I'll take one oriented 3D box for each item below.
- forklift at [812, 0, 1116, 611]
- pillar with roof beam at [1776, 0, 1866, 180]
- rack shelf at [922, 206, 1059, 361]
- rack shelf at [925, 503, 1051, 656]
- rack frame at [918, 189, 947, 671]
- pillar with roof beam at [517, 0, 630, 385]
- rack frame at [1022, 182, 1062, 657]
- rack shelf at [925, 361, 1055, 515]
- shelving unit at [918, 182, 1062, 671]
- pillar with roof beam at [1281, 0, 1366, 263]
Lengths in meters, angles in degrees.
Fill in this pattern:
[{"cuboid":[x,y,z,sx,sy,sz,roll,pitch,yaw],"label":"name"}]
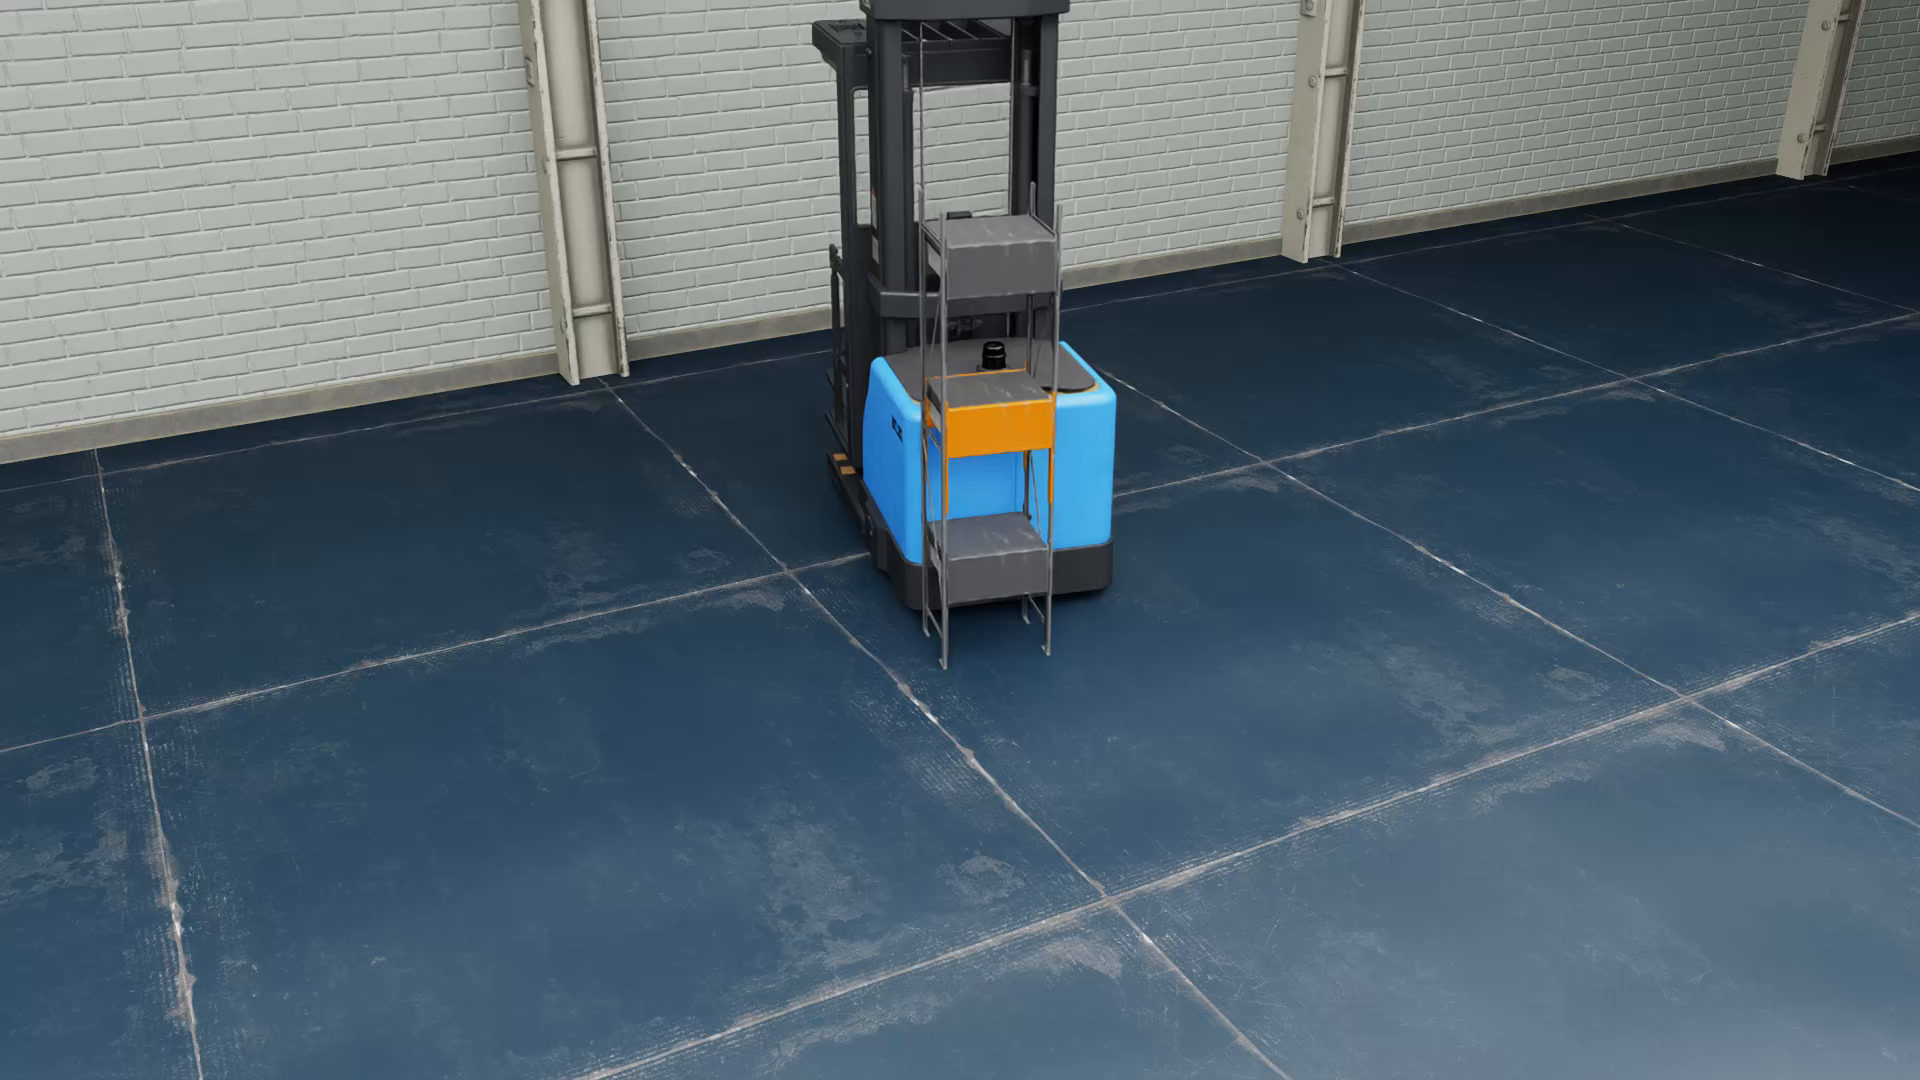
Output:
[{"cuboid":[-0.126,-1.602,8.700,1.130,2.935,3.031,-7,26,-13],"label":"forklift"},{"cuboid":[10.181,-5.965,10.776,0.400,9.000,9.100,-13,29,-25],"label":"pillar with roof beam"},{"cuboid":[0.120,-1.084,6.995,0.480,0.518,0.431,-7,27,-13],"label":"rack shelf"},{"cuboid":[0.119,0.176,7.605,0.480,0.518,0.431,-7,27,-13],"label":"rack shelf"},{"cuboid":[-0.116,-0.439,7.238,0.015,2.100,0.400,-7,27,-13],"label":"rack frame"},{"cuboid":[-0.407,-3.521,5.686,0.400,9.000,9.100,-13,29,-25],"label":"pillar with roof beam"},{"cuboid":[0.355,-0.494,7.351,0.015,2.100,0.400,-7,27,-13],"label":"rack frame"},{"cuboid":[0.119,-0.454,7.300,0.480,0.518,0.431,-7,27,-13],"label":"rack shelf"},{"cuboid":[0.119,-0.467,7.294,0.503,2.100,0.431,-7,27,-13],"label":"shelving unit"},{"cuboid":[4.887,-4.743,8.231,0.400,9.000,9.100,-13,29,-25],"label":"pillar with roof beam"}]
